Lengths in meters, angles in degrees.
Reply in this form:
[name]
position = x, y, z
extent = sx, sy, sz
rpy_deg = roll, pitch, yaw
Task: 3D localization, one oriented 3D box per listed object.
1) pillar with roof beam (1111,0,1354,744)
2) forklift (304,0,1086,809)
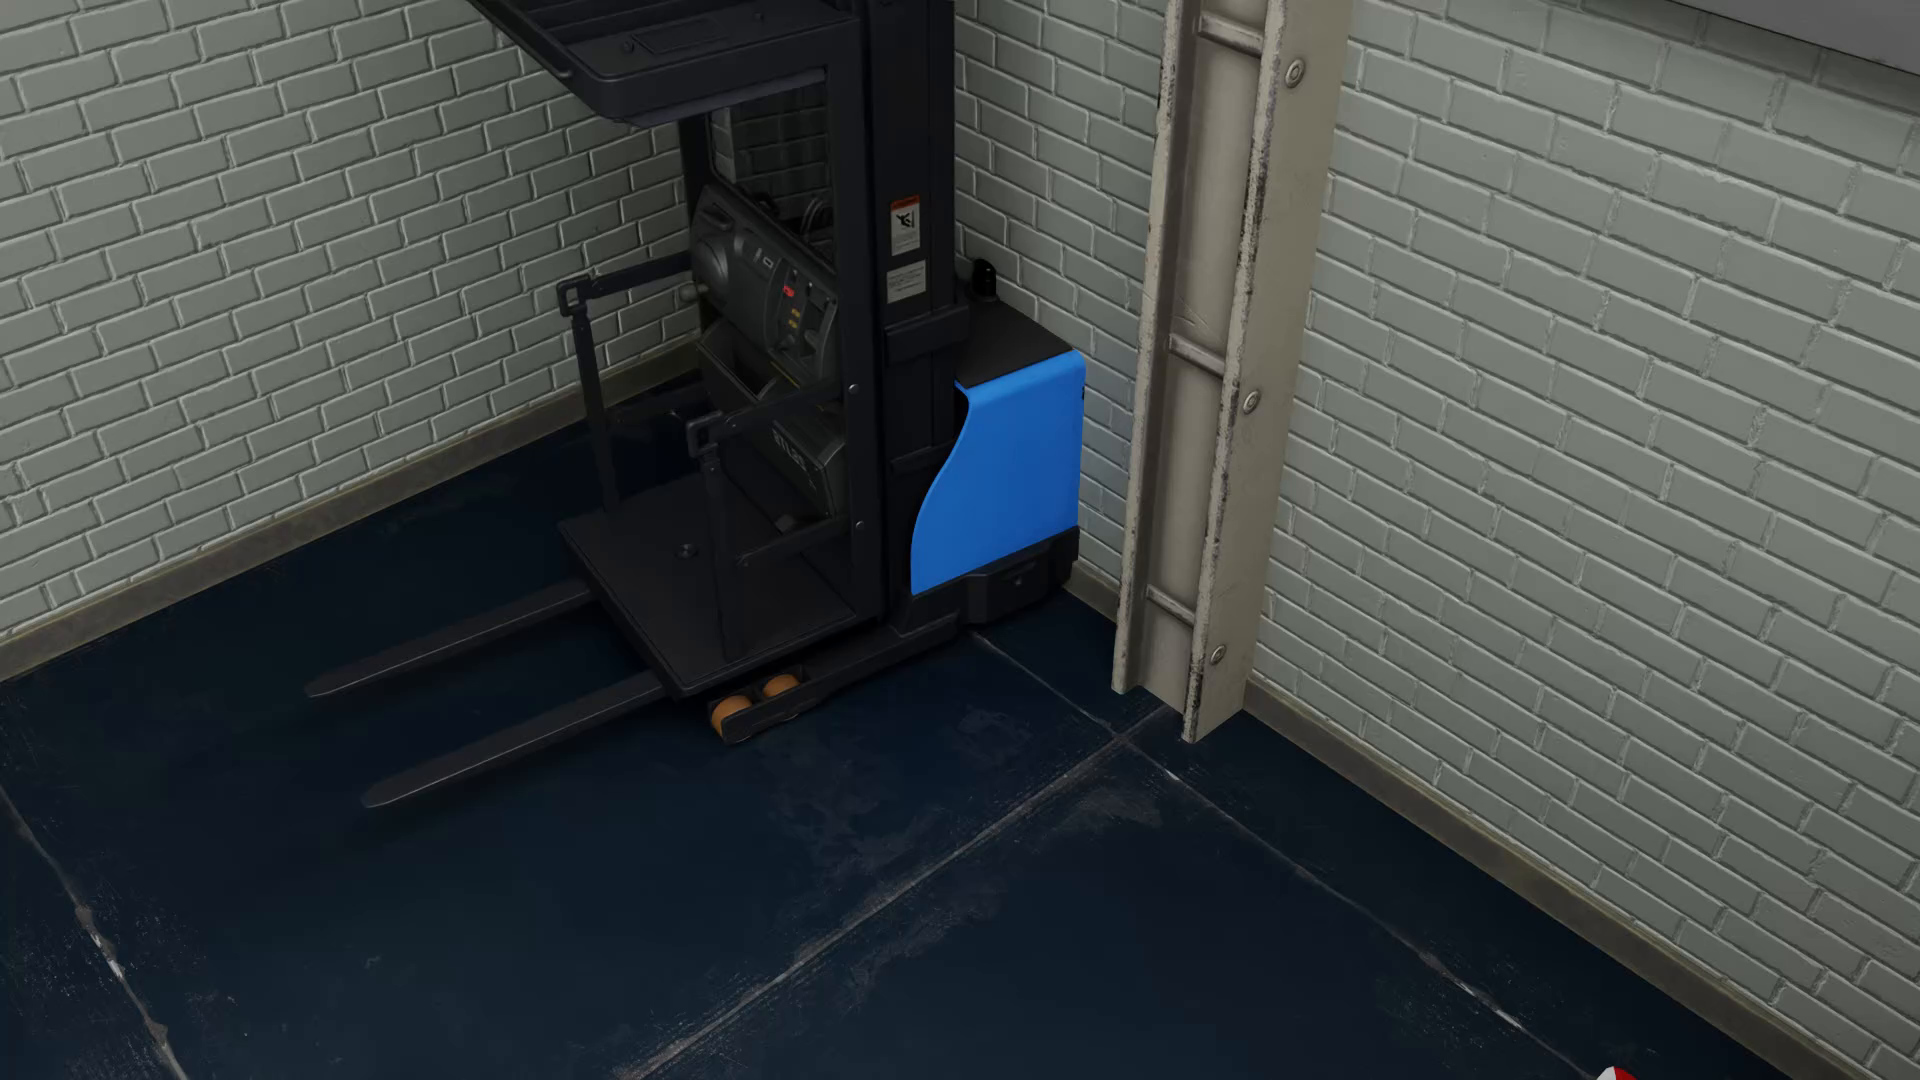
[pillar with roof beam]
position = -2.375, -1.107, 0.959
extent = 9.100, 9.000, 0.400
rpy_deg = -30, 48, -32
[forklift]
position = -0.829, -0.807, 5.416
extent = 3.031, 2.935, 1.130
rpy_deg = -23, 44, -25
